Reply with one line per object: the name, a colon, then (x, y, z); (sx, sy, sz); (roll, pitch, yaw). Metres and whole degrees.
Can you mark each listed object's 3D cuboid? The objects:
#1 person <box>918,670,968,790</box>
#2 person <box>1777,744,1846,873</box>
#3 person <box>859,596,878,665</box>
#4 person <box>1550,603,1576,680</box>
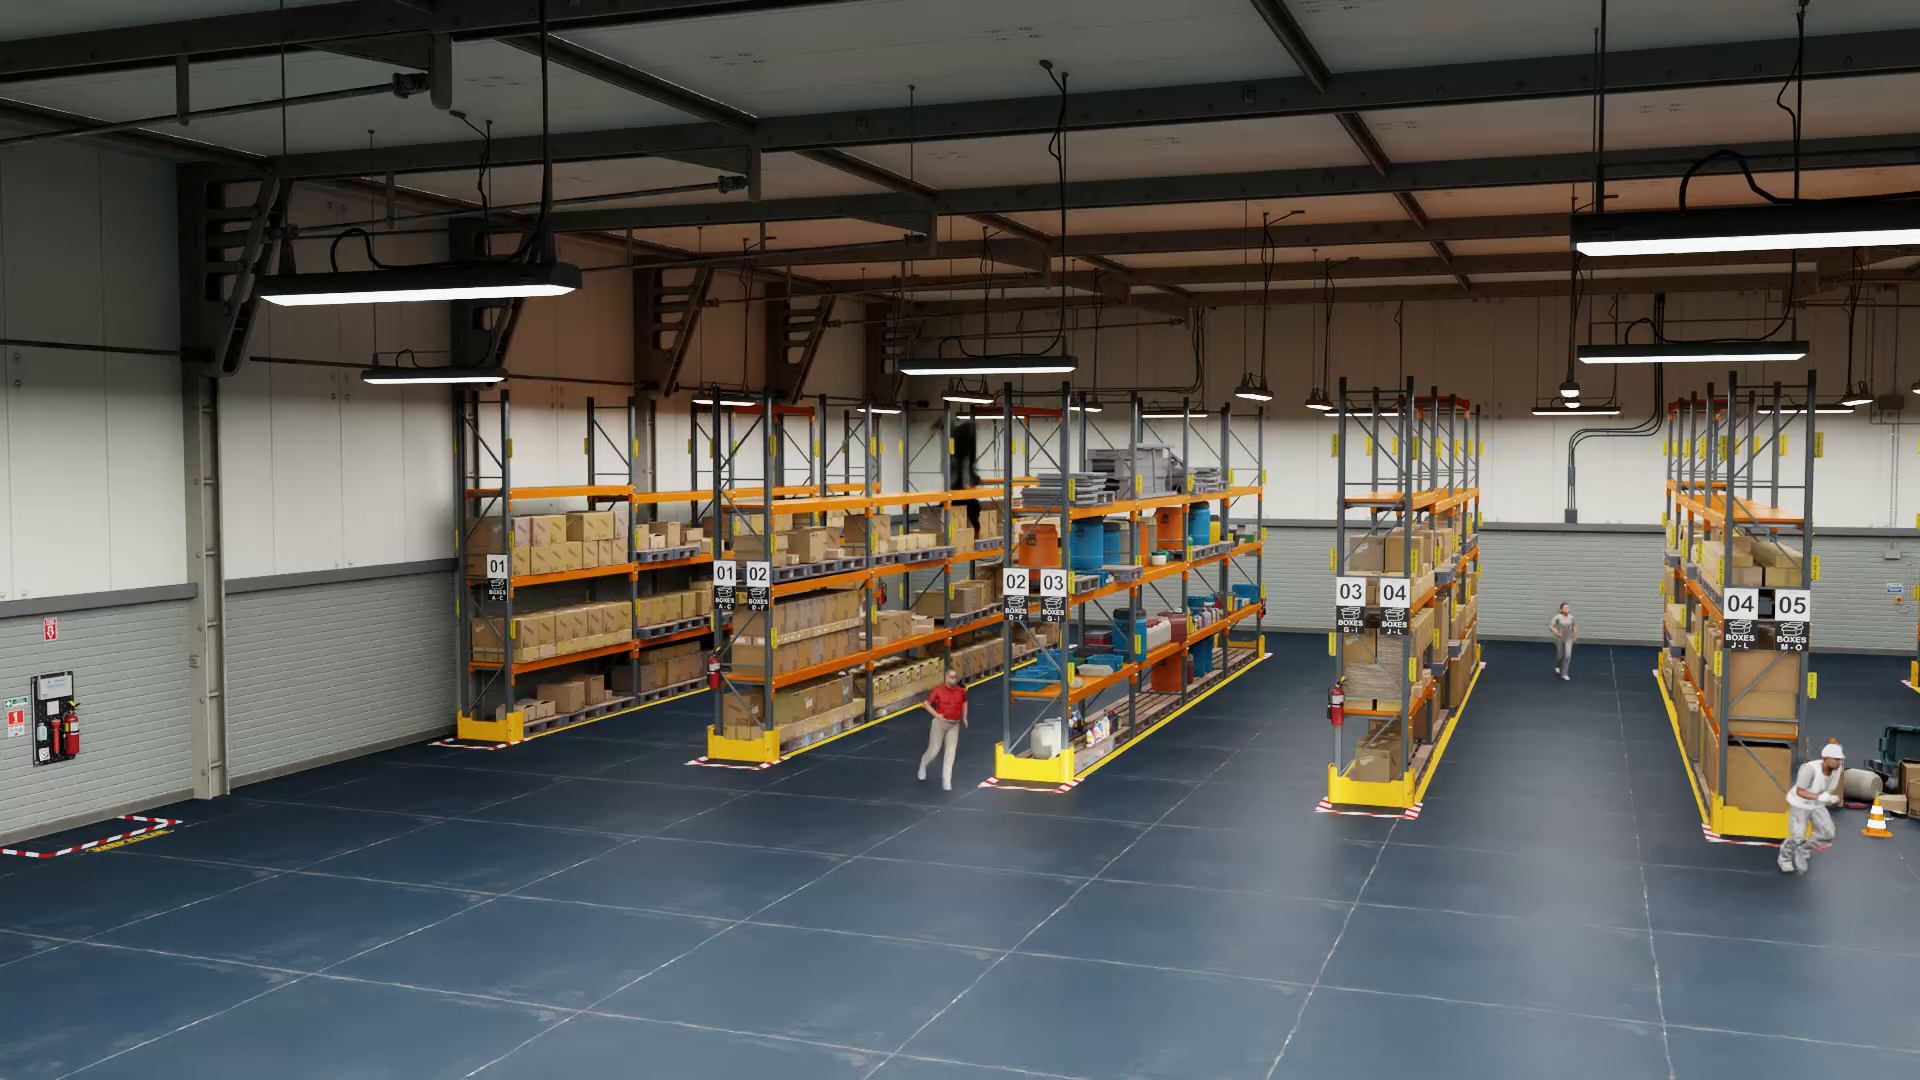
person: (-0.187, 2.784, 24.721); (0.738, 1.703, 0.971); (-1, 3, -17)
person: (9.951, 3.123, 19.339); (0.722, 1.594, 0.922); (-1, 3, -17)
person: (-2.068, 2.114, 36.723); (0.668, 1.767, 0.821); (1, 3, 16)
person: (13.140, 2.191, 36.208); (0.573, 1.655, 0.815); (0, 3, 6)
